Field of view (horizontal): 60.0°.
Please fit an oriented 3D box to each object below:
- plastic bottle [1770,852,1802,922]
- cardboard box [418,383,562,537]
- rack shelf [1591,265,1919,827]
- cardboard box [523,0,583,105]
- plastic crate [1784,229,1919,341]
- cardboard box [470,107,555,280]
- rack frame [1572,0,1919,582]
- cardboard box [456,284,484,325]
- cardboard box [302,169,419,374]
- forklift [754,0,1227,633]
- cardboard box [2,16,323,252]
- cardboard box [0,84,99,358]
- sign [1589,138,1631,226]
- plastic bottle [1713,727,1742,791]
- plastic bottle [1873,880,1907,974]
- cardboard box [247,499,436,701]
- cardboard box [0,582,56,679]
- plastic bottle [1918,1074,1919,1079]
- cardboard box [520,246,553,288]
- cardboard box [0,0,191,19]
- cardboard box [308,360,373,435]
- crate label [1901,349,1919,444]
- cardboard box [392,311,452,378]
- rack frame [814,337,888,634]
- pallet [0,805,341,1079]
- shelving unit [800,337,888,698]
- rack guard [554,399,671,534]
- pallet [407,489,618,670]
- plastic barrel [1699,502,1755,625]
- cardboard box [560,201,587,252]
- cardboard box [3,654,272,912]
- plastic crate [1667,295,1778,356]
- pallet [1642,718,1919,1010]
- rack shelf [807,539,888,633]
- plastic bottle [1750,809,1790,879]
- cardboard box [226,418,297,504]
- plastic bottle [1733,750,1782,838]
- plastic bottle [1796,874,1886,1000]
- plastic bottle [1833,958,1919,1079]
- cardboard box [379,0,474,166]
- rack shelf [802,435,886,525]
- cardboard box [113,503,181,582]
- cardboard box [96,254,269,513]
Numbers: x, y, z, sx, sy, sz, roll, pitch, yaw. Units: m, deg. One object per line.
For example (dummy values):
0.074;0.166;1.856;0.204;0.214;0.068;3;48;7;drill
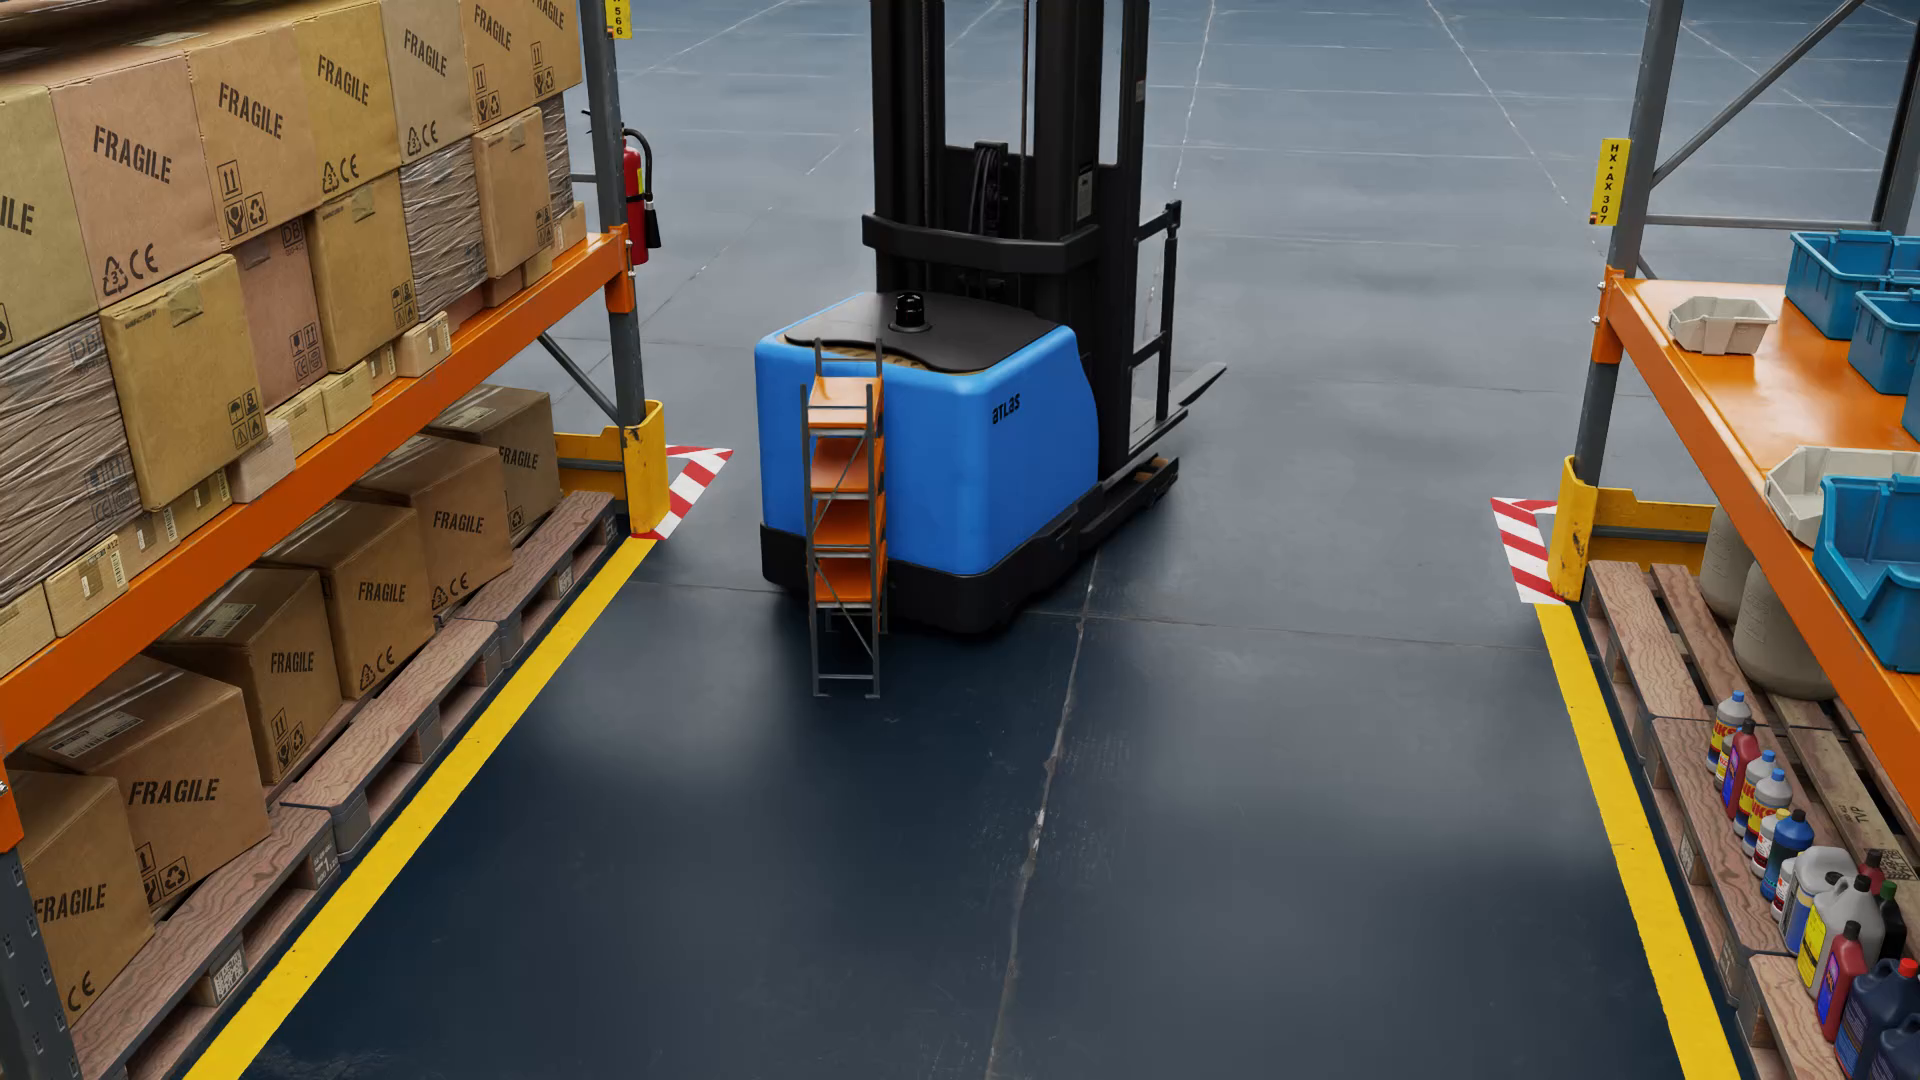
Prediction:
2.263;0.936;4.495;0.097;0.201;0.097;0;25;0;plastic bottle
-2.016;-0.323;6.855;0.500;0.500;0.500;9;27;18;cardboard box
2.662;-0.020;4.602;1.077;0.370;4.000;4;25;9;rack shelf
-1.744;-1.911;6.145;0.500;0.500;0.500;4;25;9;cardboard box
3.202;-0.884;5.777;0.499;0.251;0.616;4;25;9;plastic crate
-1.978;-1.259;5.933;0.875;0.500;0.500;4;25;9;cardboard box
2.989;-1.182;6.237;1.000;3.000;0.127;4;25;9;rack frame
-1.910;-0.860;5.845;0.380;0.149;0.250;4;25;9;cardboard box
-2.196;-0.845;5.048;0.875;0.500;0.500;4;25;9;cardboard box
0.360;-1.558;7.122;1.130;2.935;3.031;14;28;27;forklift
-2.065;-1.074;4.357;0.500;0.500;0.500;4;25;9;cardboard box
-2.227;-0.655;3.464;0.500;0.500;0.500;4;25;9;cardboard box
2.447;-1.347;6.263;0.100;0.325;0.005;4;25;9;sign
2.368;0.666;5.070;0.097;0.201;0.097;0;25;0;plastic bottle
2.345;1.014;4.231;0.061;0.283;0.133;4;25;9;plastic bottle
-2.201;0.190;5.759;0.500;0.500;0.500;6;26;13;cardboard box
-2.220;0.193;3.596;0.380;0.149;0.250;4;25;9;cardboard box
2.088;1.298;3.624;0.061;0.283;0.133;5;26;11;plastic bottle
-1.772;-1.065;6.283;0.380;0.149;0.250;4;25;9;cardboard box
-2.501;-1.319;4.882;0.500;0.500;0.500;4;25;9;cardboard box
-1.988;-0.436;4.939;0.380;0.149;0.250;4;25;9;cardboard box
2.955;-0.409;4.544;0.502;0.435;0.616;4;25;9;crate label
-1.882;-0.643;5.382;0.380;0.149;0.250;4;25;9;cardboard box
-0.402;-0.182;6.223;0.240;1.200;0.015;0;25;1;rack frame
-2.477;1.128;4.592;1.003;0.211;1.213;4;25;9;pallet
-0.407;-0.078;6.002;0.258;1.200;0.503;0;25;1;shelving unit
-1.910;-0.361;7.432;1.175;0.500;0.348;4;25;9;rack guard
-2.078;0.107;6.772;1.003;0.211;1.213;4;25;9;pallet
2.956;0.035;6.076;0.421;0.512;0.421;0;25;0;plastic barrel
-1.741;-1.278;6.738;0.380;0.149;0.250;4;25;9;cardboard box
-2.360;0.685;4.701;0.500;0.500;0.500;13;28;25;cardboard box
2.525;-0.710;5.540;0.298;0.136;0.250;4;25;9;plastic crate
2.683;0.964;4.941;1.003;0.211;1.213;4;25;9;pallet
-0.407;0.162;6.115;0.258;0.148;0.480;0;25;1;rack shelf
2.296;0.850;4.678;0.097;0.201;0.097;0;25;0;plastic bottle
-2.039;-0.224;4.487;0.380;0.149;0.250;4;25;9;cardboard box
2.329;0.735;4.842;0.097;0.271;0.097;0;25;0;plastic bottle
2.240;0.987;4.209;0.144;0.351;0.185;4;25;8;plastic bottle
2.187;1.122;3.920;0.144;0.351;0.185;3;25;6;plastic bottle
-1.904;-1.492;5.251;0.500;0.500;0.500;4;25;9;cardboard box
-0.407;-0.220;5.936;0.258;0.148;0.480;0;25;1;rack shelf
-2.152;-0.017;4.045;0.380;0.149;0.250;4;25;9;cardboard box
-2.300;-0.423;4.146;0.875;0.500;0.500;4;25;9;cardboard box
